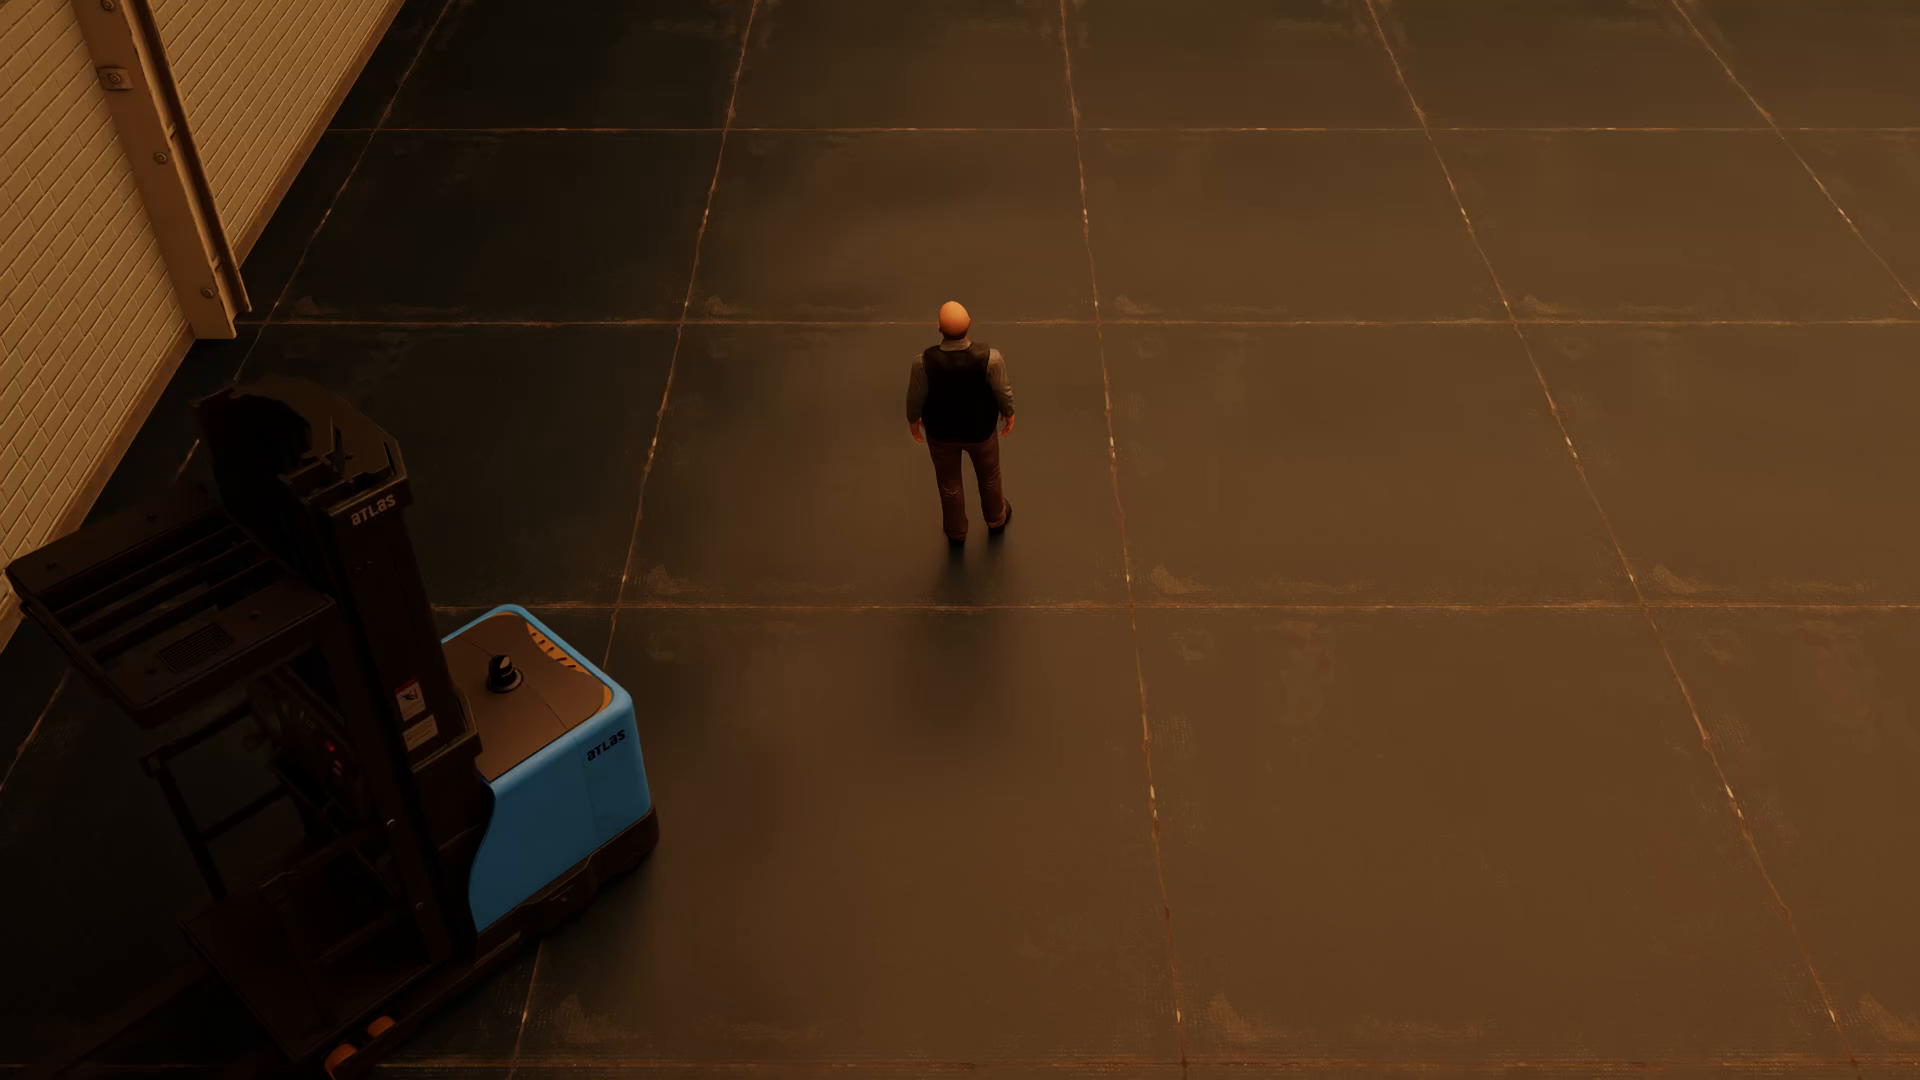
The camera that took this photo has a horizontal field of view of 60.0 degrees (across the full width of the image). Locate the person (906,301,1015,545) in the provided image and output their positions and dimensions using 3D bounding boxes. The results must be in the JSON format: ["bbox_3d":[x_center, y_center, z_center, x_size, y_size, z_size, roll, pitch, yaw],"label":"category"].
[{"bbox_3d":[0.008,-0.698,9.646,0.632,1.720,0.568,0,41,0],"label":"person"}]

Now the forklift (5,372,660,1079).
[{"bbox_3d":[-2.885,0.905,6.867,1.130,2.935,3.031,32,50,32],"label":"forklift"}]
